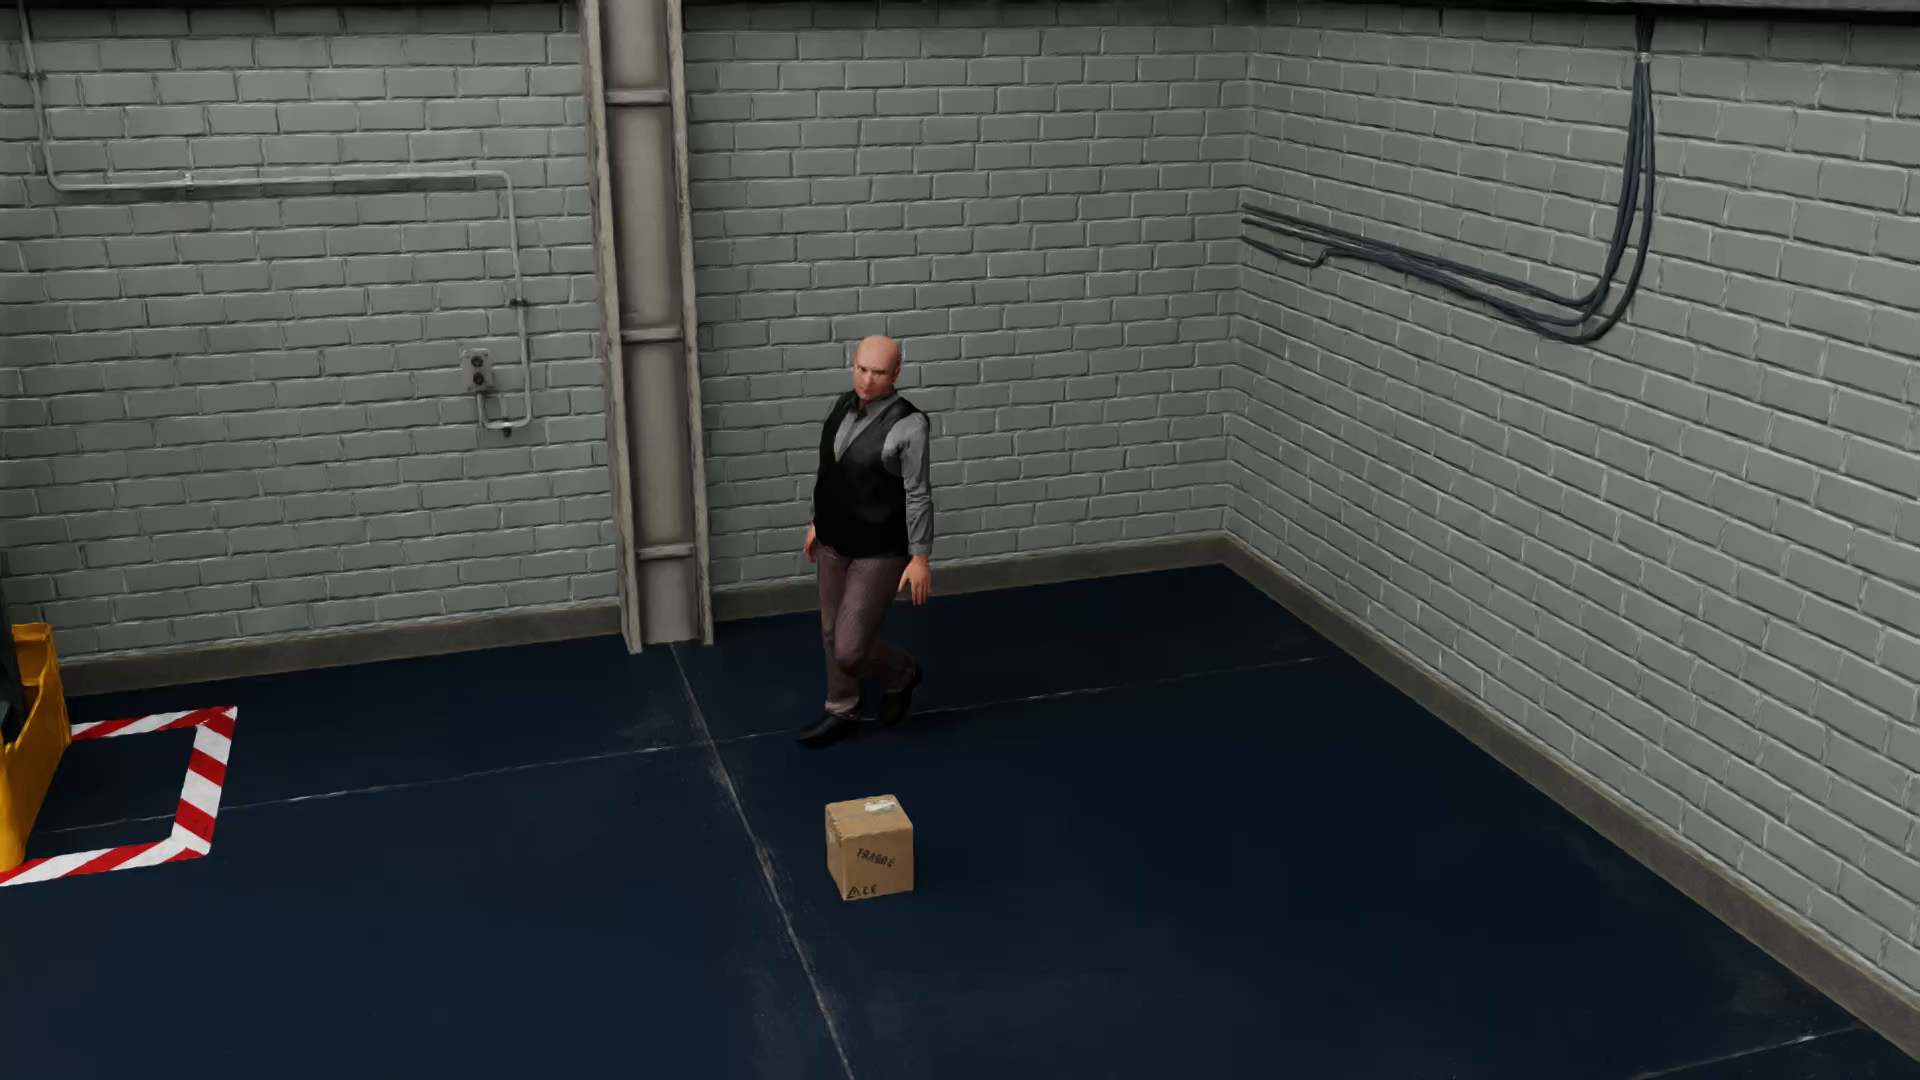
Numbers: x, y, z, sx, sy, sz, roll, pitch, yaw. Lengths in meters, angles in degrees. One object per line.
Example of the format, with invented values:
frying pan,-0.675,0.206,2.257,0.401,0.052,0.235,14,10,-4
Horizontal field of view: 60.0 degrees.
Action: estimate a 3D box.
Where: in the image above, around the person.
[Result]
person,-0.365,0.021,6.513,0.503,1.704,0.643,-18,26,-42
